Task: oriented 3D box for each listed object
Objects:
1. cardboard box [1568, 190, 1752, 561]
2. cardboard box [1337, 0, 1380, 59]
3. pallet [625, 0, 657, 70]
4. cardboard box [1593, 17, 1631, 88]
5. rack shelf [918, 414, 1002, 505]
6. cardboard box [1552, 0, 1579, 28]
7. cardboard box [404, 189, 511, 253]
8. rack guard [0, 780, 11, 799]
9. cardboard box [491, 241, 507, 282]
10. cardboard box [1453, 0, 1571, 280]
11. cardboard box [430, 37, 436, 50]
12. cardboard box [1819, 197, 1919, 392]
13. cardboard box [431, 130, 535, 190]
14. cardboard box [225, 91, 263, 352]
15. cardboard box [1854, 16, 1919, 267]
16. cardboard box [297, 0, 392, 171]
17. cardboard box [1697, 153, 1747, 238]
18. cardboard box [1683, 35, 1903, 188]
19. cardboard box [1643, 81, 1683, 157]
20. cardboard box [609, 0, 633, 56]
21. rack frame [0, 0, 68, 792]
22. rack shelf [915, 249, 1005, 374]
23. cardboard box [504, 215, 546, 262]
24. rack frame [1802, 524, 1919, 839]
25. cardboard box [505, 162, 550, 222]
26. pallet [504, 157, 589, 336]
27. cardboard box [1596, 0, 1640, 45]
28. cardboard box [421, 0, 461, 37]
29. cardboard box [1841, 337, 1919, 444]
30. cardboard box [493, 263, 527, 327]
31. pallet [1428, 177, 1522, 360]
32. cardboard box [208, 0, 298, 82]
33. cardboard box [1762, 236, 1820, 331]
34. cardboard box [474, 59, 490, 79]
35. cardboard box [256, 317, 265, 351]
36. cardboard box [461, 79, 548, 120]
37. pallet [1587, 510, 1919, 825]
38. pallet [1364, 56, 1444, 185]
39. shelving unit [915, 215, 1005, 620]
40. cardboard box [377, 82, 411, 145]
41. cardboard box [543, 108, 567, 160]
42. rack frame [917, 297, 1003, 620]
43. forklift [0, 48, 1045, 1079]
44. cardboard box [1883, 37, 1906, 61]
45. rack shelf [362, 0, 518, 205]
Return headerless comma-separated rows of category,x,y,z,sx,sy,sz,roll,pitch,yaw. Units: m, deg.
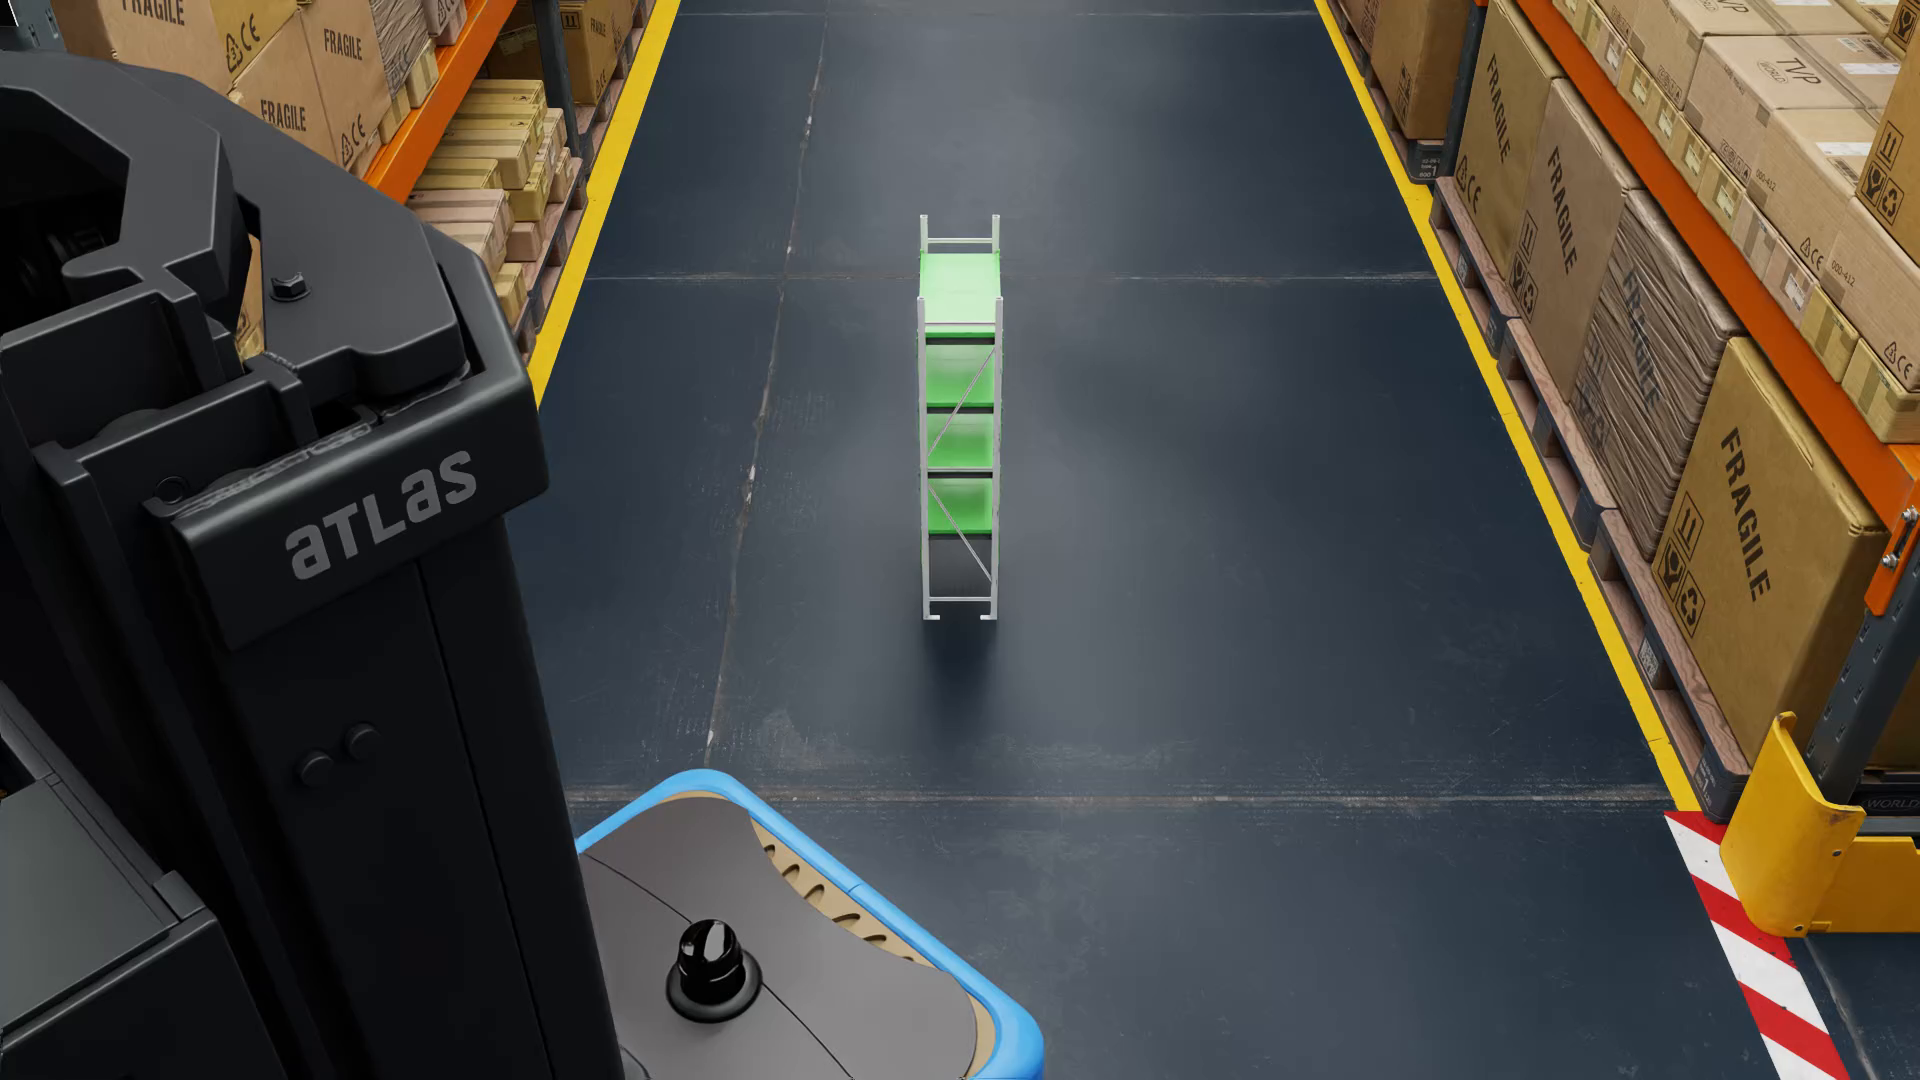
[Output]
cardboard box,2.627,-0.539,5.388,0.875,0.875,0.875,0,39,0
cardboard box,2.682,-3.030,8.496,1.225,0.875,0.875,-1,39,-2
pallet,-2.262,-2.960,9.275,1.003,0.211,1.213,0,39,0
cardboard box,2.374,-1.643,5.602,0.380,0.149,0.250,0,39,0
rack shelf,0.000,-0.315,5.286,0.258,0.148,0.480,0,39,0
cardboard box,2.375,-1.960,5.998,0.380,0.149,0.250,-1,39,-1
cardboard box,-1.933,-1.211,6.330,0.380,0.149,0.250,-2,39,-2
rack guard,-2.251,0.633,4.560,1.175,0.500,0.348,0,39,0
cardboard box,-1.985,-1.114,6.448,0.380,0.149,0.250,1,39,1
cardboard box,2.625,-1.659,6.784,0.875,0.875,0.875,0,39,0
cardboard box,-2.019,-1.701,5.675,0.380,0.149,0.250,-1,39,-1
cardboard box,2.443,-0.596,3.977,0.500,0.250,0.500,-1,39,-1
cardboard box,-1.948,-1.542,6.744,0.380,0.149,0.250,0,39,0
cardboard box,-1.975,-0.731,3.946,0.500,0.500,0.500,2,39,2
cardboard box,2.446,-0.890,3.744,0.500,0.500,0.500,0,39,1
cardboard box,-1.989,-1.372,4.746,0.500,0.500,0.500,0,39,1
cardboard box,2.377,-0.998,4.798,0.380,0.149,0.250,-1,39,-1
cardboard box,2.442,-1.231,4.770,0.500,0.250,0.500,-1,39,-2
cardboard box,2.378,-1.316,5.194,0.380,0.149,0.250,1,39,1
cardboard box,-1.994,-2.778,8.481,0.500,0.500,0.500,2,39,2
rack frame,-2.251,-0.295,3.719,1.000,3.000,0.127,0,39,0
rack shelf,0.000,-0.689,4.985,0.258,0.148,0.480,0,39,0
cardboard box,-1.933,-1.275,6.886,0.380,0.149,0.250,-1,39,-2
rack frame,2.709,-0.235,3.645,1.000,3.000,0.127,0,39,0
cardboard box,-1.907,-1.430,6.842,0.380,0.149,0.250,-1,39,-2
pallet,-2.220,-1.288,7.189,1.003,0.211,1.213,0,39,0
cardboard box,2.445,-1.865,5.561,0.500,0.250,0.500,1,39,1
cardboard box,-1.974,-2.013,5.546,0.500,0.500,0.500,0,39,0
cardboard box,2.379,-0.360,4.001,0.380,0.149,0.250,1,39,1
cardboard box,-1.913,-0.955,6.488,0.380,0.149,0.250,0,39,0
pallet,2.627,-1.173,7.045,1.003,0.211,1.213,0,39,0
cardboard box,-1.993,-1.437,4.027,0.500,0.500,0.500,1,39,1
cardboard box,2.378,-0.680,4.401,0.380,0.149,0.250,0,39,0
cardboard box,-2.509,-2.447,8.068,0.500,0.500,0.500,-1,39,-1
cardboard box,-1.965,-0.559,4.250,0.380,0.149,0.250,1,39,2
cardboard box,-1.995,-1.858,7.137,0.380,0.149,0.250,1,39,1
pallet,2.630,0.353,5.141,1.003,0.211,1.213,0,39,0
pallet,2.628,-2.131,8.240,1.003,0.211,1.213,0,39,0
shelving unit,0.000,-0.365,5.246,0.258,1.200,0.503,0,39,0
cardboard box,-1.976,-1.375,5.268,0.380,0.149,0.250,1,39,2
cardboard box,-1.937,-1.767,7.262,0.380,0.149,0.250,1,39,1
rack frame,0.000,-0.212,5.055,0.240,1.200,0.015,0,39,0
forklift,-1.219,1.017,2.137,1.130,2.935,3.031,31,48,33
cardboard box,2.974,-1.232,4.771,0.500,0.250,0.500,-1,39,-2
rack shelf,-2.253,-1.265,5.505,1.077,0.370,4.000,0,39,0
